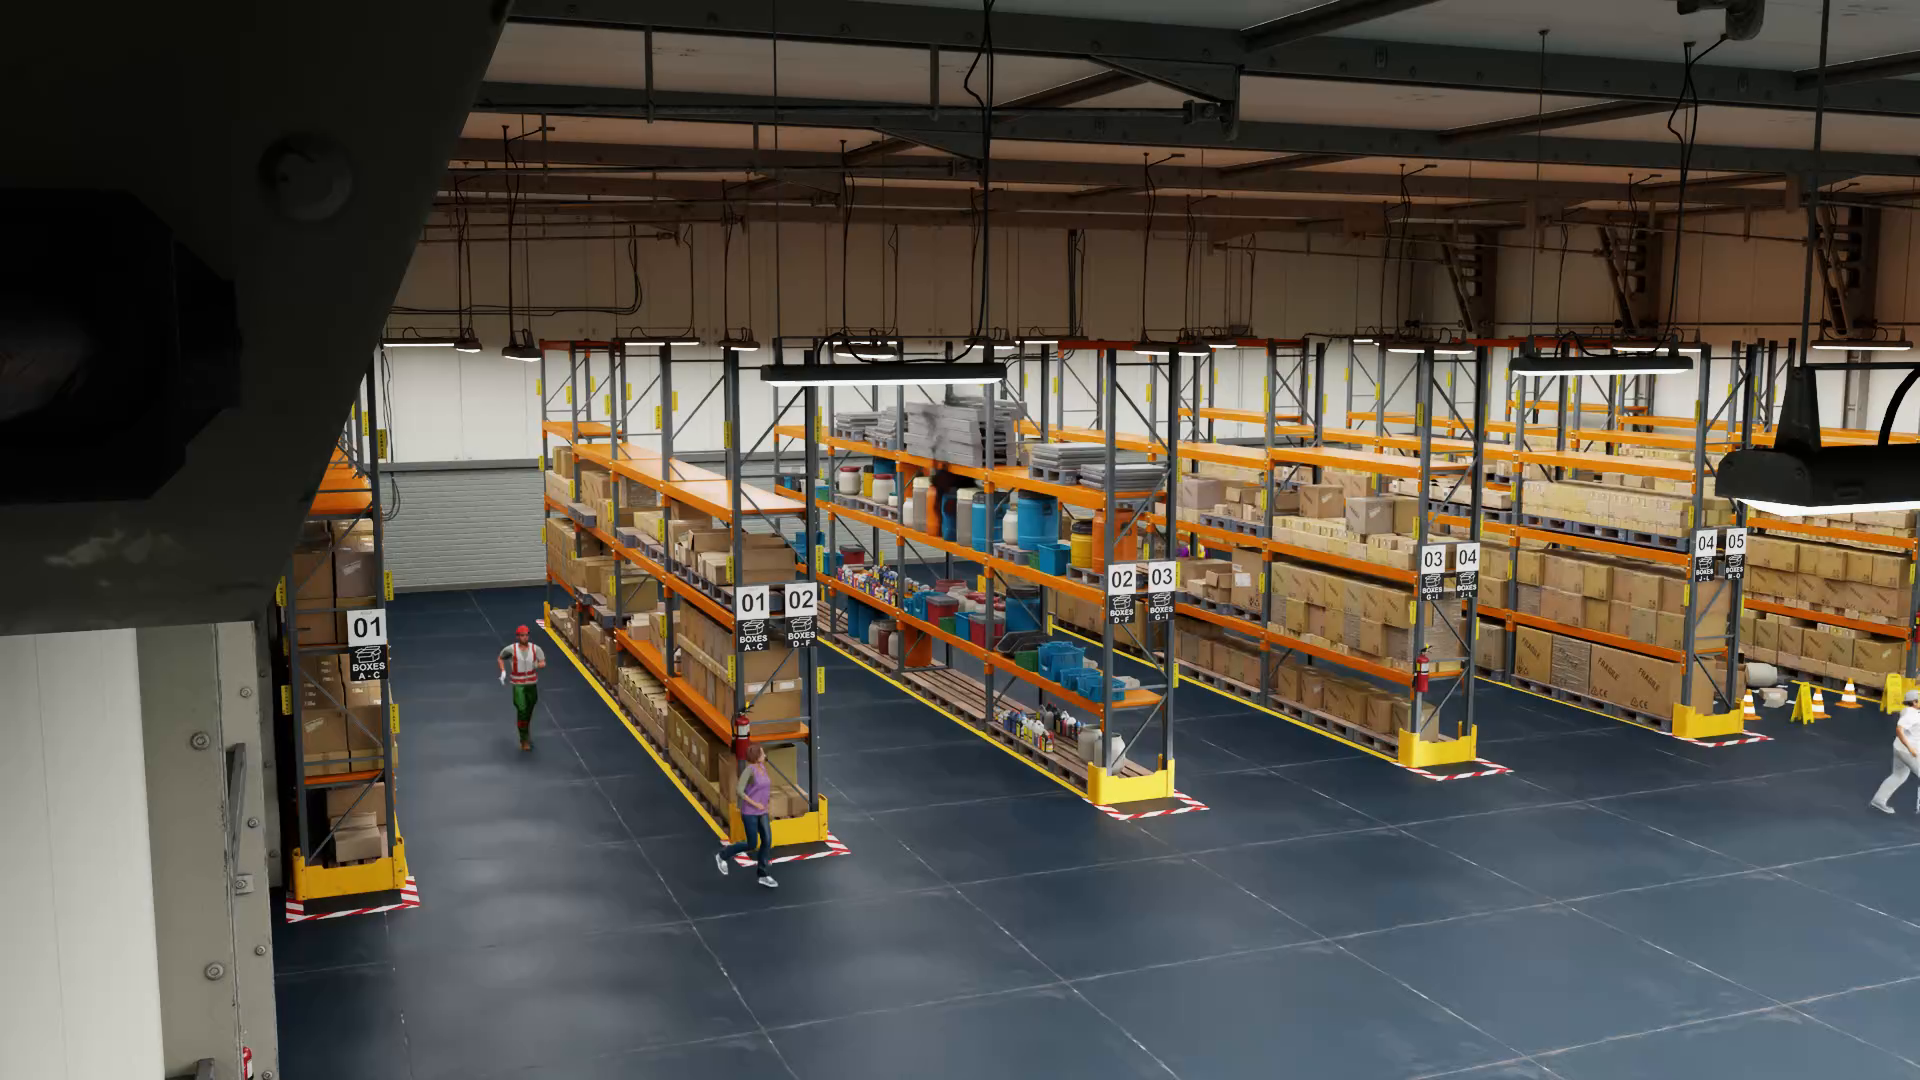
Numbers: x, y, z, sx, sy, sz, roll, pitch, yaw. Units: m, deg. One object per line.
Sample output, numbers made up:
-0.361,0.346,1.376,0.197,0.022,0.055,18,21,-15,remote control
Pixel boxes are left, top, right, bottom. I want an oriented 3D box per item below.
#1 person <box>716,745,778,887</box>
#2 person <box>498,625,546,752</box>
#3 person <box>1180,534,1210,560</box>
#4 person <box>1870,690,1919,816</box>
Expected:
-2.341,3.106,18.955,0.798,1.550,0.601,3,8,22,person
-6.555,2.190,24.983,0.652,1.838,0.836,-5,9,-31,person
5.191,0.705,36.731,0.719,1.737,0.578,-2,8,-18,person
12.107,2.760,21.226,0.764,1.729,0.579,1,8,11,person
